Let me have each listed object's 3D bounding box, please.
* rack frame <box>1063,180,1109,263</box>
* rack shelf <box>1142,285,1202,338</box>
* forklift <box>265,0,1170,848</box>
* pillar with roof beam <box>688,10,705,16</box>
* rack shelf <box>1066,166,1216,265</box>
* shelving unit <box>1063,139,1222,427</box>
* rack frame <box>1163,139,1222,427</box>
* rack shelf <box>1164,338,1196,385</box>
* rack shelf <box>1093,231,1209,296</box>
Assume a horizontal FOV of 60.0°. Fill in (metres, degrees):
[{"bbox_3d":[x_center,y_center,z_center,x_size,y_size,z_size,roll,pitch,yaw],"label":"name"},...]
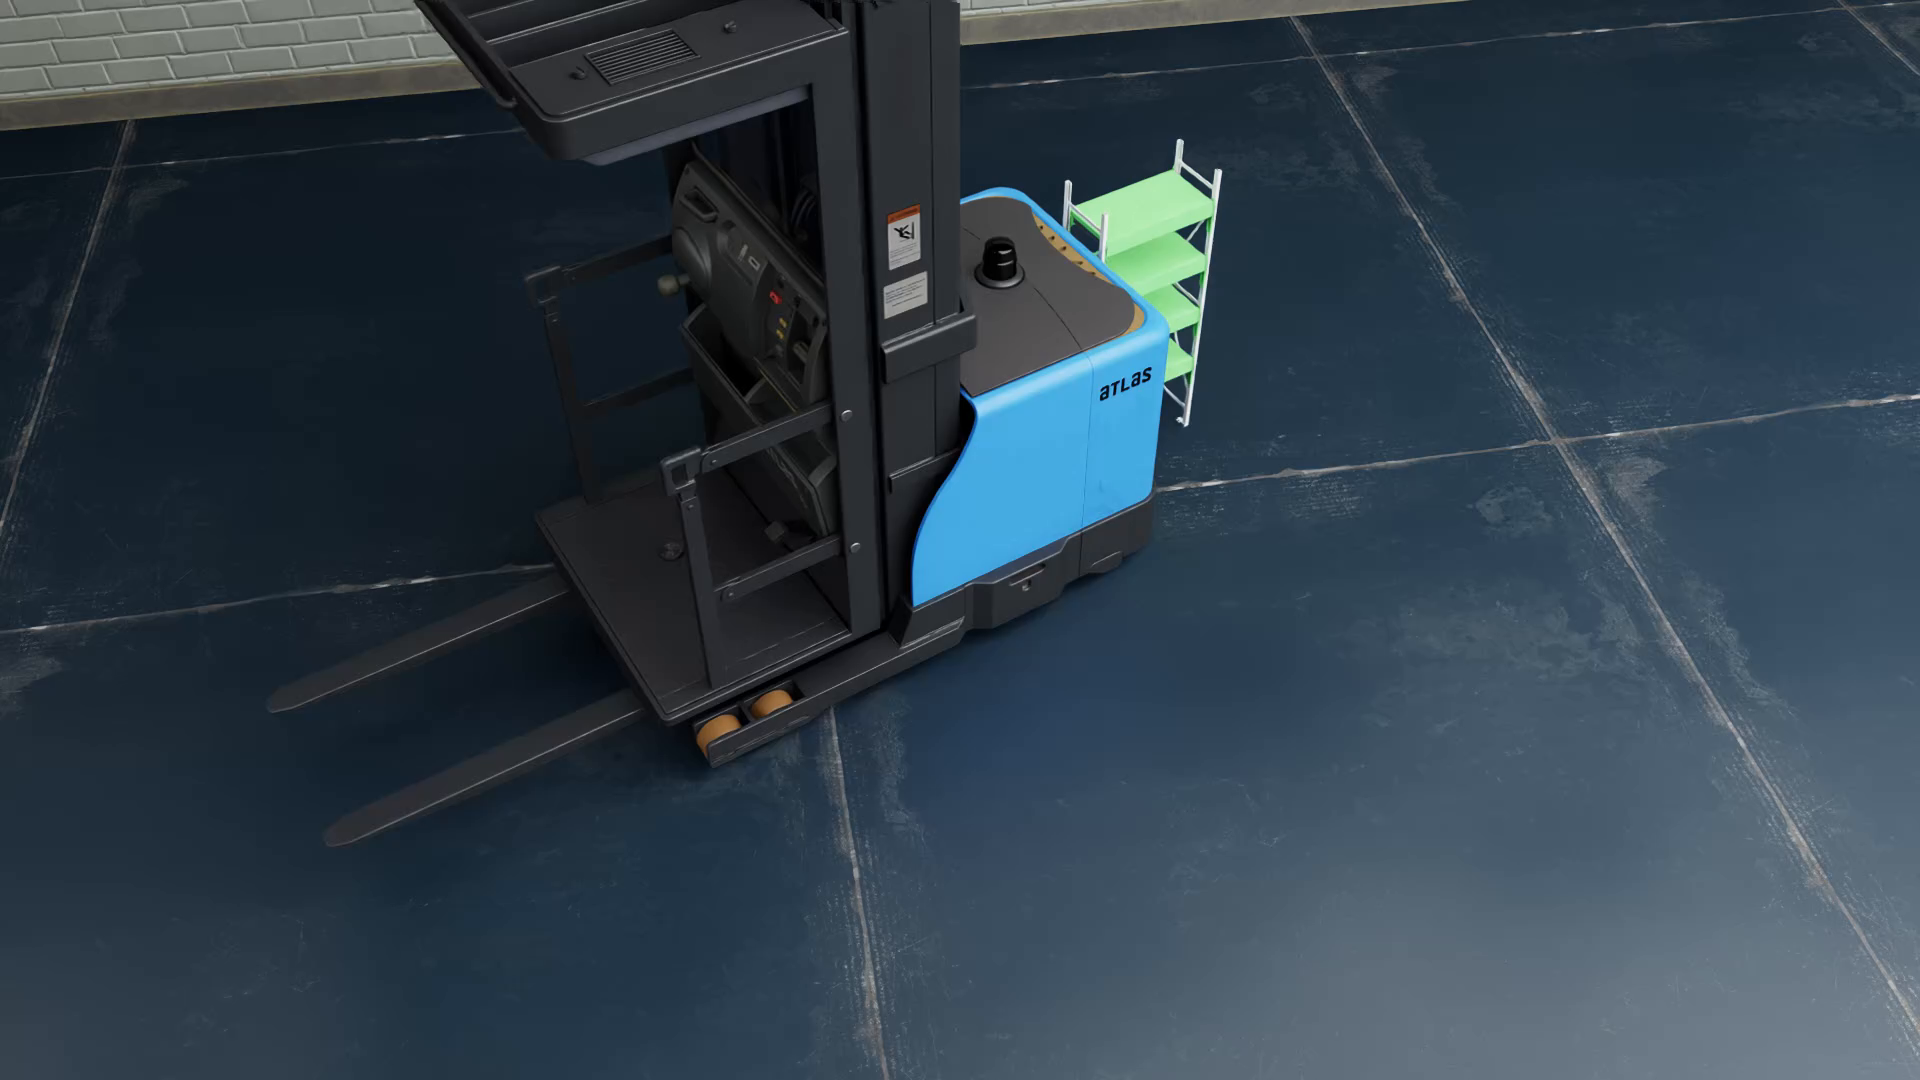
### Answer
[{"bbox_3d":[0.435,-0.761,6.150,0.015,1.200,0.240,-24,51,-22],"label":"rack frame"},{"bbox_3d":[0.642,-0.810,6.286,0.480,0.148,0.258,-24,51,-22],"label":"rack shelf"},{"bbox_3d":[-0.813,-0.712,4.901,3.031,2.935,1.130,-24,51,-22],"label":"forklift"},{"bbox_3d":[-0.416,-2.443,2.354,0.400,9.000,9.100,-7,46,-7],"label":"pillar with roof beam"},{"bbox_3d":[0.642,-1.143,5.940,0.480,0.148,0.258,-24,51,-22],"label":"rack shelf"},{"bbox_3d":[0.642,-0.854,6.240,0.503,1.200,0.258,-24,51,-22],"label":"shelving unit"},{"bbox_3d":[0.848,-0.948,6.330,0.015,1.200,0.240,-24,51,-22],"label":"rack frame"},{"bbox_3d":[0.642,-0.643,6.459,0.480,0.148,0.258,-24,51,-22],"label":"rack shelf"},{"bbox_3d":[0.642,-0.977,6.113,0.480,0.148,0.258,-24,51,-22],"label":"rack shelf"}]
